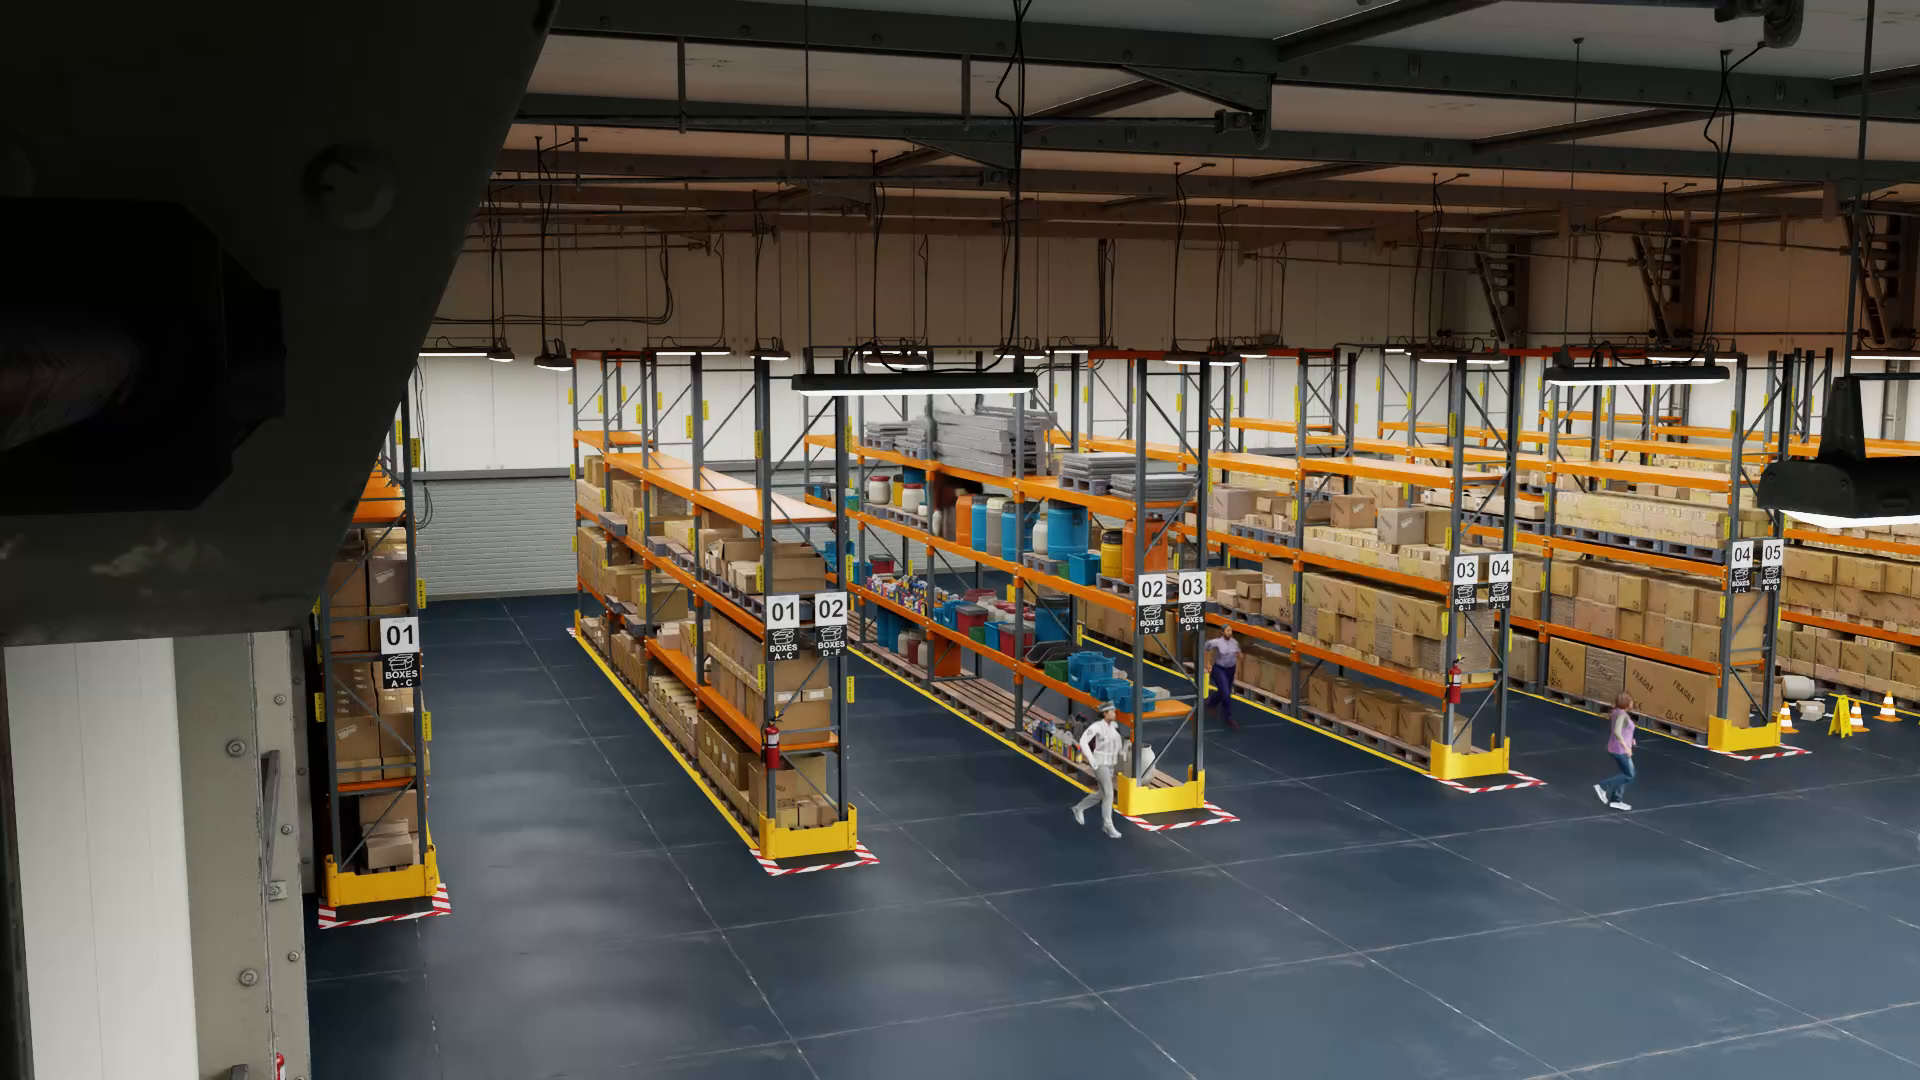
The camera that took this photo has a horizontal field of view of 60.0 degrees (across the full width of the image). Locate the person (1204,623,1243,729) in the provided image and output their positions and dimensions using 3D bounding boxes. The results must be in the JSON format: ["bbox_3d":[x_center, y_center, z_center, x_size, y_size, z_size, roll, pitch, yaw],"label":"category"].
[{"bbox_3d":[4.261,2.160,26.900,0.599,1.638,0.937,-4,8,-31],"label":"person"}]

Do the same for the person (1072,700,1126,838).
[{"bbox_3d":[1.824,2.882,21.233,0.785,1.696,0.632,6,9,39],"label":"person"}]

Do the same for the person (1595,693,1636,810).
[{"bbox_3d":[8.760,2.814,22.189,0.539,1.574,0.557,1,7,12],"label":"person"}]
